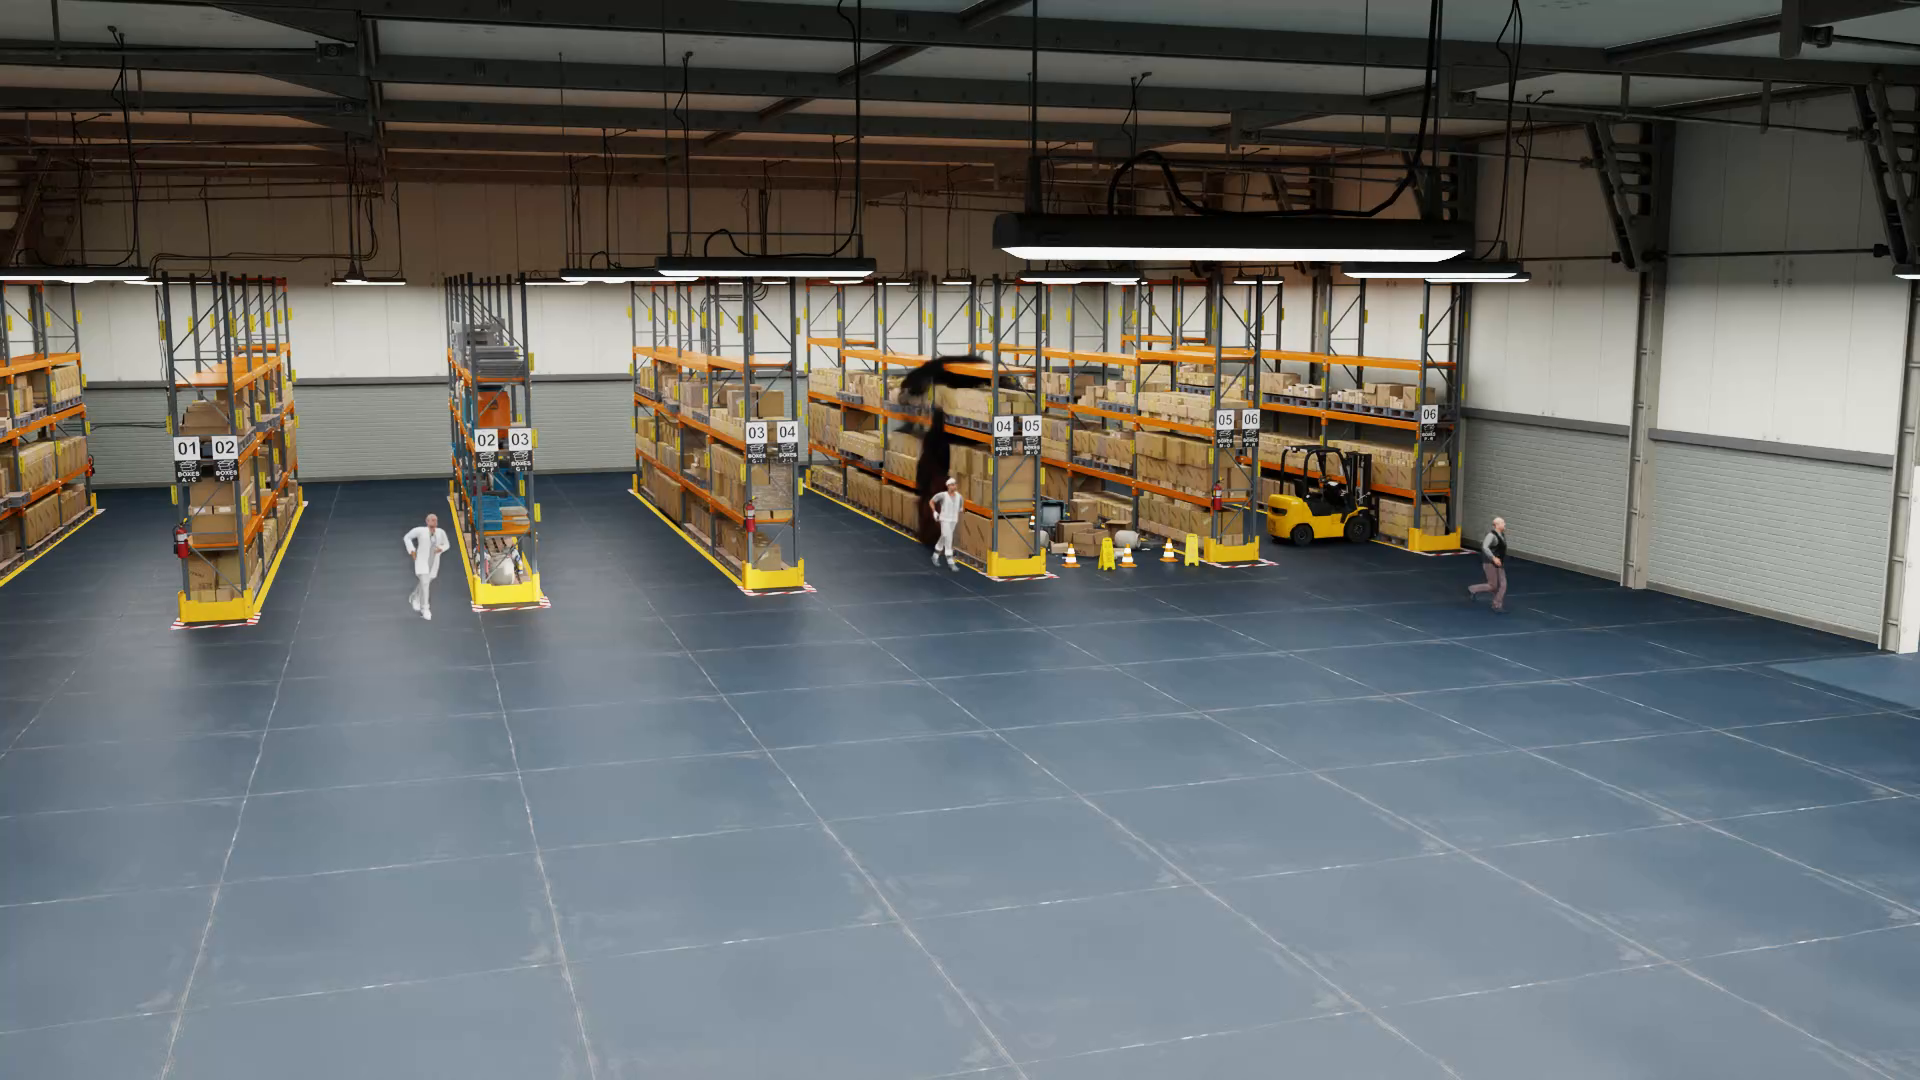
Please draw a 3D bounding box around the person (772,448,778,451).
[{"bbox_3d":[-5.319,-2.175,46.972,0.661,1.683,0.772,0,9,-3],"label":"person"}]

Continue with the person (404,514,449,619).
[{"bbox_3d":[-9.408,0.441,29.443,0.720,1.820,0.952,-8,12,-43],"label":"person"}]

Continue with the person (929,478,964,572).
[{"bbox_3d":[-0.193,-0.337,32.751,0.662,1.778,1.001,-6,11,-36],"label":"person"}]

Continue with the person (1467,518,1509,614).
[{"bbox_3d":[9.480,0.439,29.669,0.791,1.705,0.684,7,11,38],"label":"person"}]
